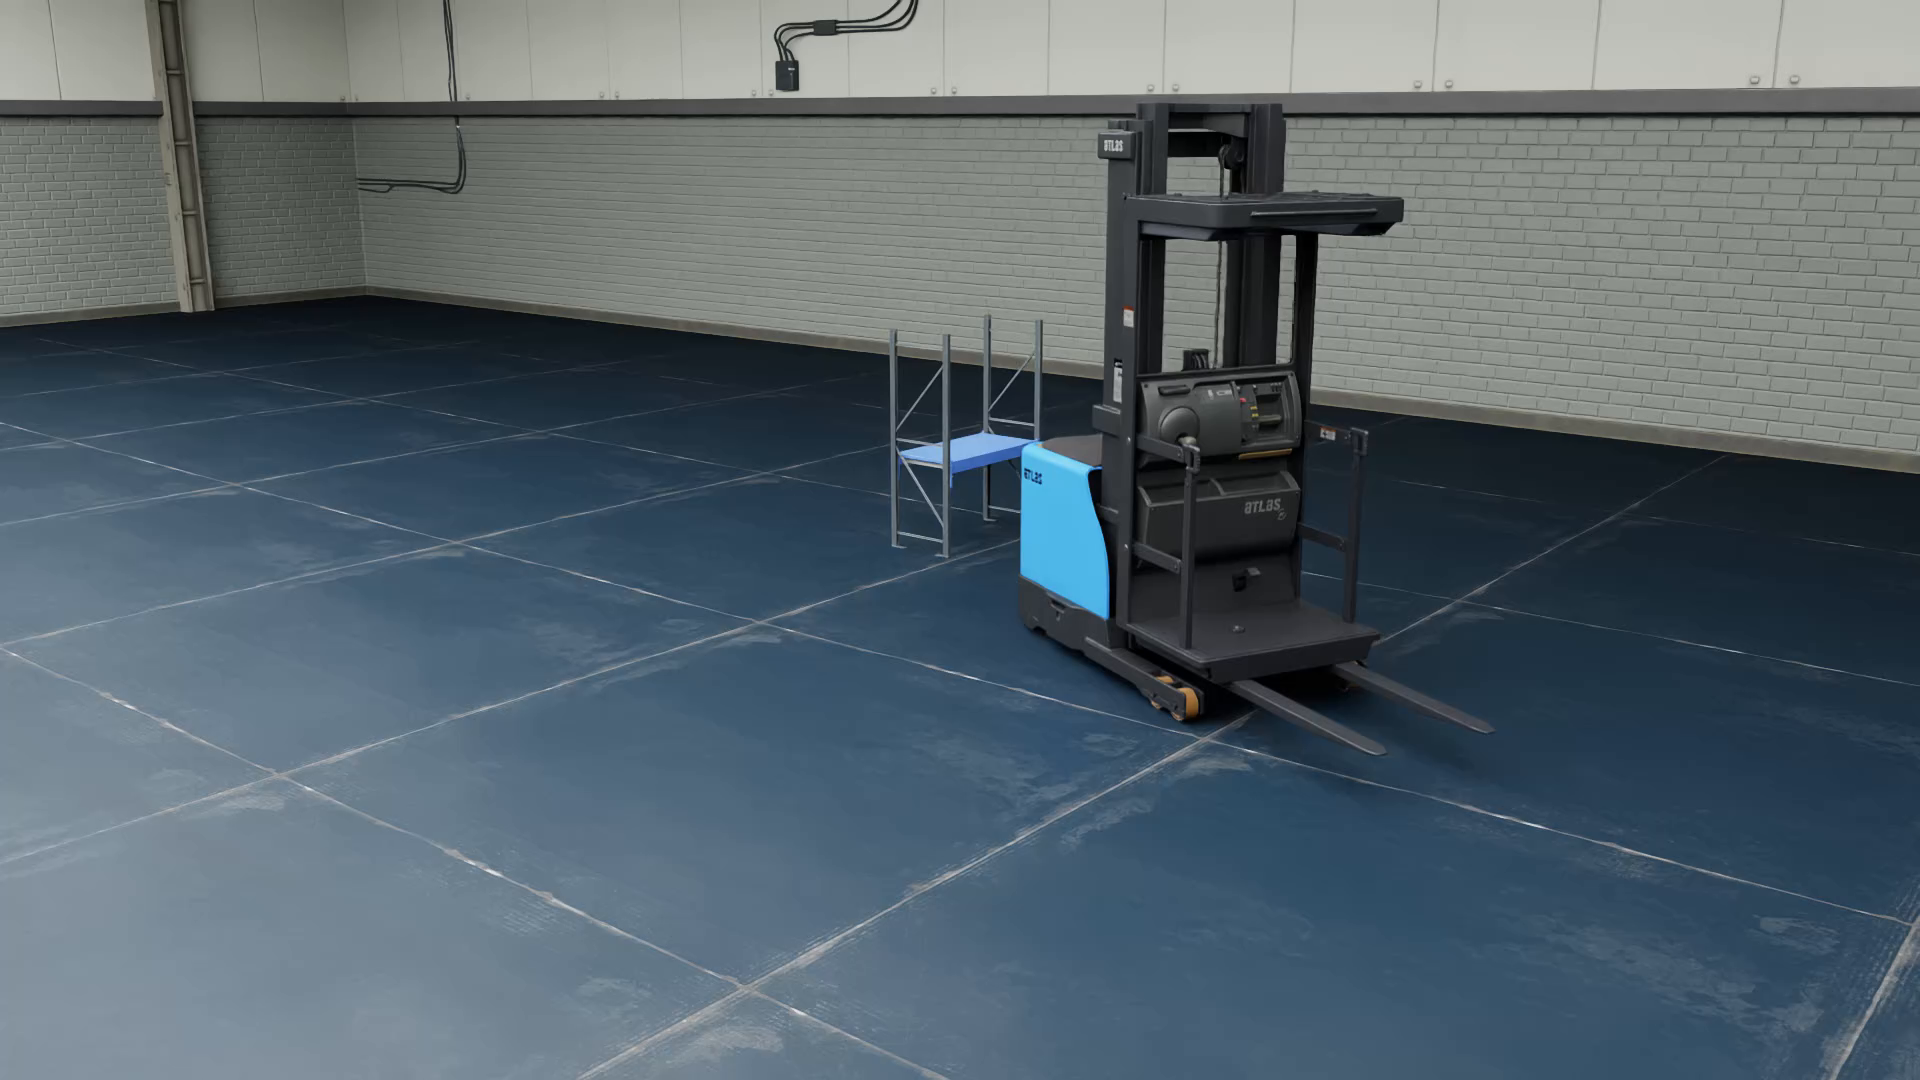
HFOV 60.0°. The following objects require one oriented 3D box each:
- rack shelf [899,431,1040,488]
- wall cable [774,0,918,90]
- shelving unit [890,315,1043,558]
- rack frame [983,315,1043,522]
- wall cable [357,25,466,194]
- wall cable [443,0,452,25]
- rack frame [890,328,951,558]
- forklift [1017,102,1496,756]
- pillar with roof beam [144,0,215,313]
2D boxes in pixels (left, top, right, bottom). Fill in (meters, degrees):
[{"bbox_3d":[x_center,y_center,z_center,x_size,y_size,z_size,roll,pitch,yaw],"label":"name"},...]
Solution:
[{"bbox_3d":[0.054,-0.569,11.547,0.538,0.185,1.000,11,18,38],"label":"rack shelf"},{"bbox_3d":[-1.397,-8.400,19.505,2.305,6.003,0.169,11,18,38],"label":"wall cable"},{"bbox_3d":[0.054,-0.743,11.503,0.538,1.500,1.048,11,18,38],"label":"shelving unit"},{"bbox_3d":[0.373,-0.841,11.886,0.500,1.500,0.032,11,18,38],"label":"rack frame"},{"bbox_3d":[-8.771,-6.719,26.101,3.097,2.526,0.112,11,18,38],"label":"wall cable"},{"bbox_3d":[-6.667,-8.748,23.831,3.097,2.526,0.112,11,18,38],"label":"wall cable"},{"bbox_3d":[-0.266,-0.646,11.119,0.500,1.500,0.032,11,18,38],"label":"rack frame"},{"bbox_3d":[1.425,-0.657,8.255,1.130,2.935,3.031,-7,16,-25],"label":"forklift"},{"bbox_3d":[-8.303,-7.198,21.680,9.100,9.000,0.400,11,18,38],"label":"pillar with roof beam"}]
